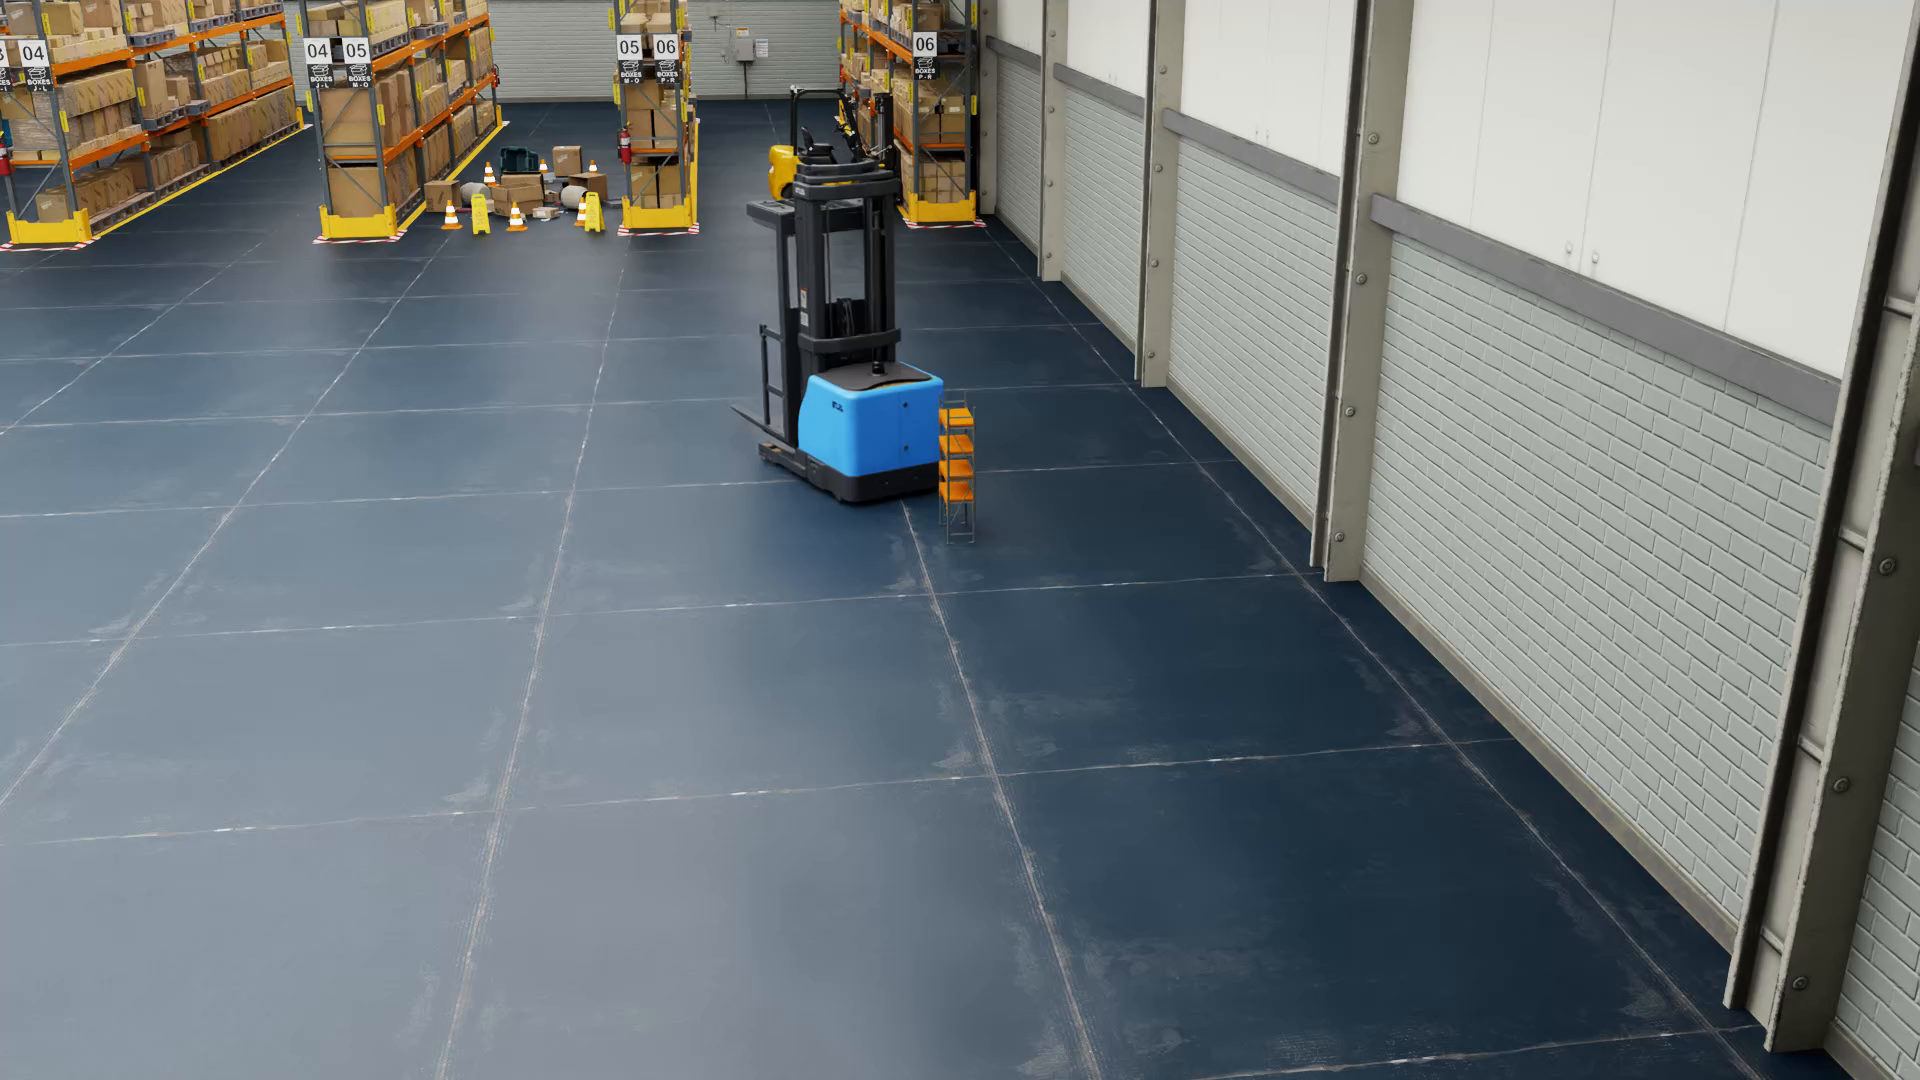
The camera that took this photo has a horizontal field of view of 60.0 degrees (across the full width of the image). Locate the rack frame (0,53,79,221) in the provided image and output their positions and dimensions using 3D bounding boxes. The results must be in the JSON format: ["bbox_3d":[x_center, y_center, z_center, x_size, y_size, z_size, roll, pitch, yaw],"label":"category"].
[{"bbox_3d":[-15.033,-6.339,26.974,1.000,3.000,0.127,-3,21,-8],"label":"rack frame"}]

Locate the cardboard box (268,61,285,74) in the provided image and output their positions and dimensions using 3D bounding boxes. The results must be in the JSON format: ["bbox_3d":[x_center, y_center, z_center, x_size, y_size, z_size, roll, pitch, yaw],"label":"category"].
[{"bbox_3d":[-16.935,-11.617,40.897,0.500,0.250,0.500,-3,21,-9],"label":"cardboard box"}]

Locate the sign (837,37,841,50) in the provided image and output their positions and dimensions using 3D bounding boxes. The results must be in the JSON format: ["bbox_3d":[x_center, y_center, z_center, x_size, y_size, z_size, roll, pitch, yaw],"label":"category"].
[{"bbox_3d":[-3.159,-13.008,43.594,0.100,0.325,0.005,-3,21,-8],"label":"sign"}]

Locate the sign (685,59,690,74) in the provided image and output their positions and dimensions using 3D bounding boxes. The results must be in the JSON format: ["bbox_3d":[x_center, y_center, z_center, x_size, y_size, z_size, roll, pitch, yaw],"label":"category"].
[{"bbox_3d":[-5.844,-10.144,35.622,0.100,0.325,0.005,-3,21,-8],"label":"sign"}]

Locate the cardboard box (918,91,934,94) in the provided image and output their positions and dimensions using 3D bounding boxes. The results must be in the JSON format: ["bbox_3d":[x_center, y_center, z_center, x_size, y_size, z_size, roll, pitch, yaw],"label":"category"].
[{"bbox_3d":[-0.669,-7.957,29.811,0.380,0.149,0.250,-3,21,-7],"label":"cardboard box"}]

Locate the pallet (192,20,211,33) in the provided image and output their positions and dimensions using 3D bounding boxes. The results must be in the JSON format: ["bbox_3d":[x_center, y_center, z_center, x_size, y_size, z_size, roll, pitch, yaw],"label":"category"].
[{"bbox_3d":[-16.332,-10.645,34.488,1.213,0.211,1.003,-2,21,-5],"label":"pallet"}]

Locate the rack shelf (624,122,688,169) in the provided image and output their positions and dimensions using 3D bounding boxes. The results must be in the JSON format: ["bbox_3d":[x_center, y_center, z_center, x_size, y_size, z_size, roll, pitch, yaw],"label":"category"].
[{"bbox_3d":[-5.515,-7.194,30.292,1.077,0.370,4.000,-3,21,-8],"label":"rack shelf"}]

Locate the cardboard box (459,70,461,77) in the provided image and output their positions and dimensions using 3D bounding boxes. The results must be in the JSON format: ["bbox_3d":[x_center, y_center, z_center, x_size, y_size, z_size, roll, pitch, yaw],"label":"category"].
[{"bbox_3d":[-11.472,-10.527,37.523,0.380,0.149,0.250,-4,21,-10],"label":"cardboard box"}]

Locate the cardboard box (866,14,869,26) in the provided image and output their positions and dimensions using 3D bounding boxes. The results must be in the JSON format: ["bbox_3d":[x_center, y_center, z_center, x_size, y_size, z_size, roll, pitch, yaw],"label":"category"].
[{"bbox_3d":[-1.783,-11.360,36.347,0.500,0.250,0.500,-4,21,-10],"label":"cardboard box"}]

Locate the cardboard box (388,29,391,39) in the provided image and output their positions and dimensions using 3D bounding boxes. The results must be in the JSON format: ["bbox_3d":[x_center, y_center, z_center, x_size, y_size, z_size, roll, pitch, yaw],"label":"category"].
[{"bbox_3d":[-10.062,-8.745,28.746,0.380,0.149,0.250,-3,21,-7],"label":"cardboard box"}]

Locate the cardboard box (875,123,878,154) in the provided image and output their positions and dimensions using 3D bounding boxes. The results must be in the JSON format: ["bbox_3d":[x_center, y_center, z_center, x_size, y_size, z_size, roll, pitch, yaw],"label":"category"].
[{"bbox_3d":[-1.392,-8.728,36.164,0.875,0.625,0.625,-2,21,-6],"label":"cardboard box"}]

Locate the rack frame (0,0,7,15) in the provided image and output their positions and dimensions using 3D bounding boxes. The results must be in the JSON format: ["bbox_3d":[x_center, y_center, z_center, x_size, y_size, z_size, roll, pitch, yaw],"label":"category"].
[{"bbox_3d":[-21.664,-13.054,36.380,1.000,3.000,0.127,-3,21,-8],"label":"rack frame"}]

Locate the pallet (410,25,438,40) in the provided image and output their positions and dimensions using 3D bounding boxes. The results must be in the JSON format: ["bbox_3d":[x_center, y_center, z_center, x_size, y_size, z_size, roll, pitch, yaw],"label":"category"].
[{"bbox_3d":[-10.954,-10.033,32.849,1.003,0.211,1.213,-2,21,-5],"label":"pallet"}]

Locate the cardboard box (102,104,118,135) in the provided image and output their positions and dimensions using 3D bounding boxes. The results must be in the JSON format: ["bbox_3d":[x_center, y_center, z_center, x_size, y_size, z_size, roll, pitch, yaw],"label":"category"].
[{"bbox_3d":[-15.397,-7.408,29.269,0.875,0.500,0.500,-3,21,-8],"label":"cardboard box"}]

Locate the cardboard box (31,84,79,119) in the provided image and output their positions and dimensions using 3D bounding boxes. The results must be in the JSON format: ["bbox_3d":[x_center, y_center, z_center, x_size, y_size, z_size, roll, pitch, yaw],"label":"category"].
[{"bbox_3d":[-14.843,-7.197,27.277,0.500,0.500,0.500,-3,21,-8],"label":"cardboard box"}]

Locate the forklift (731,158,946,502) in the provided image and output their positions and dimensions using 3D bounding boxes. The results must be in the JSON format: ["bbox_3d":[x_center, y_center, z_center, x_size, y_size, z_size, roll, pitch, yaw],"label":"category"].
[{"bbox_3d":[-1.328,-2.181,15.941,1.130,2.935,3.031,-12,24,-29],"label":"forklift"}]

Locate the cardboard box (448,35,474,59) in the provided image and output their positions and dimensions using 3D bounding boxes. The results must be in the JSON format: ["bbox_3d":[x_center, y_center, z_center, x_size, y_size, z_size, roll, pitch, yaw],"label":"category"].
[{"bbox_3d":[-11.664,-11.532,38.881,0.500,0.500,0.500,-2,21,-6],"label":"cardboard box"}]

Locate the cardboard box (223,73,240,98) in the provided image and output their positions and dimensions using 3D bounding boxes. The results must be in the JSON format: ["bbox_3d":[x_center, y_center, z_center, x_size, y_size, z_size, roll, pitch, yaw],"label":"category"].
[{"bbox_3d":[-16.279,-10.040,36.741,0.500,0.500,0.500,-3,21,-8],"label":"cardboard box"}]

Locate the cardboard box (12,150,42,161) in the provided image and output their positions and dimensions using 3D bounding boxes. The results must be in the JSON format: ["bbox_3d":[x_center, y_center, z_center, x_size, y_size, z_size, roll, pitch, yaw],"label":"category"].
[{"bbox_3d":[-15.279,-6.309,27.255,0.380,0.149,0.250,-3,21,-8],"label":"cardboard box"}]

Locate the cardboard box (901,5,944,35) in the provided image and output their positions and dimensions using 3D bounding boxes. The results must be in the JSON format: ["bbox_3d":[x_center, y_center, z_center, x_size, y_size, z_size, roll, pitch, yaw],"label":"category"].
[{"bbox_3d":[-0.669,-9.286,29.693,0.700,0.500,0.500,-3,21,-7],"label":"cardboard box"}]

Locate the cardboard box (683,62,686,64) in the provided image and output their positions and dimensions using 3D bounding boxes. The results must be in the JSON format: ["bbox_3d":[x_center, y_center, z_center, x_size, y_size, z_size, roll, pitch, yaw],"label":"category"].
[{"bbox_3d":[-6.039,-9.848,35.202,0.500,0.500,0.500,-4,21,-9],"label":"cardboard box"}]

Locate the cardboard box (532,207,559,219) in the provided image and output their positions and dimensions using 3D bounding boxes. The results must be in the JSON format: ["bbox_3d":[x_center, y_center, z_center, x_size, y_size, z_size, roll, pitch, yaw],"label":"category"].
[{"bbox_3d":[-7.414,-5.855,29.753,0.380,0.149,0.250,8,22,20],"label":"cardboard box"}]

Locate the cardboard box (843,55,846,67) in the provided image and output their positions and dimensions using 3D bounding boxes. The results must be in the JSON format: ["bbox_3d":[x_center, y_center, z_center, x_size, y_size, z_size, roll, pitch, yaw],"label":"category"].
[{"bbox_3d":[-2.750,-12.354,42.868,0.500,0.250,0.500,-3,21,-7],"label":"cardboard box"}]

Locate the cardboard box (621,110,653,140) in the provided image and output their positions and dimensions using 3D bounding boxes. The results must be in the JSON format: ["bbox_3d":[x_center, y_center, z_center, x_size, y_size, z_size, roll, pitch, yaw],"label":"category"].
[{"bbox_3d":[-5.578,-7.199,28.709,0.500,0.500,0.500,-3,21,-9],"label":"cardboard box"}]

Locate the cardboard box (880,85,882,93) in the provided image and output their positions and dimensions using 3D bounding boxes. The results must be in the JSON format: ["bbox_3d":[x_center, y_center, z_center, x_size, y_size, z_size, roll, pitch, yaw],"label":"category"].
[{"bbox_3d":[-1.365,-9.151,34.004,0.500,0.250,0.500,-3,21,-7],"label":"cardboard box"}]

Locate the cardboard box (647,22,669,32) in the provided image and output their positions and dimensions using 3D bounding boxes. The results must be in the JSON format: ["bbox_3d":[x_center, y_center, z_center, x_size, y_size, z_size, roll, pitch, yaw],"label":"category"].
[{"bbox_3d":[-5.128,-8.719,28.281,0.380,0.149,0.250,-3,21,-8],"label":"cardboard box"}]

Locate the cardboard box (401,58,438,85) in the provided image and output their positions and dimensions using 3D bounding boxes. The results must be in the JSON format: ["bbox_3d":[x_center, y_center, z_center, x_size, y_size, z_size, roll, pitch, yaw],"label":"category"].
[{"bbox_3d":[-11.209,-9.683,34.357,0.700,0.500,0.500,-3,21,-8],"label":"cardboard box"}]

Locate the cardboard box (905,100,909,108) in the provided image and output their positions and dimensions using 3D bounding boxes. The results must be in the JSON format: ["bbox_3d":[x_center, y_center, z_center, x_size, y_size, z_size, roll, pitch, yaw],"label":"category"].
[{"bbox_3d":[-0.795,-7.903,30.093,0.380,0.149,0.250,-4,21,-10],"label":"cardboard box"}]

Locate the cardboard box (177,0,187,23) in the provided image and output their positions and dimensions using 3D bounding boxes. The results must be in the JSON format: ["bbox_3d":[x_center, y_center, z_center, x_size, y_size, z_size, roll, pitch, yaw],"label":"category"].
[{"bbox_3d":[-15.870,-10.642,33.352,0.500,0.500,0.500,-2,21,-6],"label":"cardboard box"}]

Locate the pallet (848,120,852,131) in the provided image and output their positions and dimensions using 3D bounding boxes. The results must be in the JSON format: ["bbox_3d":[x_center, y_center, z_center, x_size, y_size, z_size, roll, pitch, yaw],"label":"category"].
[{"bbox_3d":[-2.322,-10.600,42.369,1.003,0.211,1.213,-3,21,-8],"label":"pallet"}]

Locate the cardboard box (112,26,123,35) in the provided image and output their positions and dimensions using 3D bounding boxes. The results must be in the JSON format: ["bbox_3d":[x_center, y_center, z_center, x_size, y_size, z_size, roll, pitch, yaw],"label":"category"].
[{"bbox_3d":[-15.277,-9.147,29.852,0.380,0.149,0.250,-2,21,-6],"label":"cardboard box"}]

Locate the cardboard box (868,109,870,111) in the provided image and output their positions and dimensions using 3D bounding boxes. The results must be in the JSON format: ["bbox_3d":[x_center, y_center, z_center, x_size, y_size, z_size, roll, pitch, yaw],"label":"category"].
[{"bbox_3d":[-1.939,-9.896,38.544,0.380,0.149,0.250,-3,21,-8],"label":"cardboard box"}]

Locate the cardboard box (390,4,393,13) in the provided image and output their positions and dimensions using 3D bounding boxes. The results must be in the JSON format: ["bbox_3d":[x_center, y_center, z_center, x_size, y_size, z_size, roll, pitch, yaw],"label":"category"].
[{"bbox_3d":[-10.138,-9.296,29.081,0.380,0.149,0.250,-3,21,-8],"label":"cardboard box"}]

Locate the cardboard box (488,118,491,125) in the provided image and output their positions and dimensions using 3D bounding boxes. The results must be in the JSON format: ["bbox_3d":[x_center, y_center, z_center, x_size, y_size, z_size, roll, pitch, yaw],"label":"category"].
[{"bbox_3d":[-11.897,-10.433,41.412,0.380,0.149,0.250,-4,21,-10],"label":"cardboard box"}]

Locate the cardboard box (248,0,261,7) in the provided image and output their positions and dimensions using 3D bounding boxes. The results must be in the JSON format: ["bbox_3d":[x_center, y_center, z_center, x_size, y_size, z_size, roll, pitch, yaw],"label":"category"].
[{"bbox_3d":[-16.943,-12.831,39.185,0.700,0.500,0.500,-2,21,-5],"label":"cardboard box"}]

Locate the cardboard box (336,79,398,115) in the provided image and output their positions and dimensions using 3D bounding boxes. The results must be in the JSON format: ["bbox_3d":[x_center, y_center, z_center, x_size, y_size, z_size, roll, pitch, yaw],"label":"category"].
[{"bbox_3d":[-10.242,-7.647,28.719,0.875,0.550,0.550,-3,21,-8],"label":"cardboard box"}]

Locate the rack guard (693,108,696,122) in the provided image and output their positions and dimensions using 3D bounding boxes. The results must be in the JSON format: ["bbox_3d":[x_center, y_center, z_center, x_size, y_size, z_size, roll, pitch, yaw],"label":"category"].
[{"bbox_3d":[-7.537,-11.215,43.604,1.175,0.500,0.348,-3,21,-8],"label":"rack guard"}]

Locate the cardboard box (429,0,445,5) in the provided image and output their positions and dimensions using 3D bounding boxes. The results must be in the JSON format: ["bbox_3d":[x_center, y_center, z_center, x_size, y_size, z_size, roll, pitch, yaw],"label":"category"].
[{"bbox_3d":[-11.124,-11.467,35.180,0.396,0.266,0.258,-3,21,-8],"label":"cardboard box"}]

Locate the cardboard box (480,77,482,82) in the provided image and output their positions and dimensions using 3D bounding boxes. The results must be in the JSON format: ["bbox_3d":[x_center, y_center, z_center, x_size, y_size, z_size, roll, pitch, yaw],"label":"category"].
[{"bbox_3d":[-11.795,-11.159,40.240,0.380,0.149,0.250,-2,21,-5],"label":"cardboard box"}]

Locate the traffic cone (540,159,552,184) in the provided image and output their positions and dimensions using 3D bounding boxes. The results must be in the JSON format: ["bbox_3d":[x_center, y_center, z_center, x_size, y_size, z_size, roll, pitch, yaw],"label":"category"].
[{"bbox_3d":[-8.399,-7.444,33.559,0.336,0.463,0.334,-3,21,-8],"label":"traffic cone"}]

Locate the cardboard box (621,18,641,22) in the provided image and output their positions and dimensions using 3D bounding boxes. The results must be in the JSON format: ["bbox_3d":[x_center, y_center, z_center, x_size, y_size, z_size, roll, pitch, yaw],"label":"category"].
[{"bbox_3d":[-5.822,-9.131,29.383,0.380,0.149,0.250,-2,21,-6],"label":"cardboard box"}]

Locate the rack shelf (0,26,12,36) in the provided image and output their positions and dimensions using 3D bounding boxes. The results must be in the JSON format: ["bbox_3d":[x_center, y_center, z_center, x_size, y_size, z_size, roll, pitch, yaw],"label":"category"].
[{"bbox_3d":[-21.376,-10.619,35.177,1.077,0.370,4.000,-3,21,-8],"label":"rack shelf"}]

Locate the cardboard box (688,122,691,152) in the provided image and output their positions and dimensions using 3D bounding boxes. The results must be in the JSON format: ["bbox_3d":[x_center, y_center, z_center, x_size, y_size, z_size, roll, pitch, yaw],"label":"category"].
[{"bbox_3d":[-6.397,-9.053,36.678,0.875,0.875,0.875,-3,21,-8],"label":"cardboard box"}]

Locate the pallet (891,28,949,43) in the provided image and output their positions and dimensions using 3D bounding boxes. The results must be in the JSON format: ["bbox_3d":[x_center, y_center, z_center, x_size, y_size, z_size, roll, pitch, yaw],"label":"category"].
[{"bbox_3d":[-0.743,-9.545,31.398,1.003,0.211,1.213,-3,21,-8],"label":"pallet"}]

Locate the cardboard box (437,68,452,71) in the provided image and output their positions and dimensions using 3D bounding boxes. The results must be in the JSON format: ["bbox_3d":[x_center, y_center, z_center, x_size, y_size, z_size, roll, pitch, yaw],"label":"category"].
[{"bbox_3d":[-11.289,-10.215,36.260,0.380,0.149,0.250,-2,21,-5],"label":"cardboard box"}]

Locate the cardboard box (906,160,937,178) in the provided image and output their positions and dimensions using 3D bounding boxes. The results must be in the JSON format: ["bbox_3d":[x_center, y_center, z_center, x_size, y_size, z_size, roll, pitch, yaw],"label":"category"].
[{"bbox_3d":[-0.690,-6.611,29.604,0.500,0.250,0.500,-2,21,-6],"label":"cardboard box"}]

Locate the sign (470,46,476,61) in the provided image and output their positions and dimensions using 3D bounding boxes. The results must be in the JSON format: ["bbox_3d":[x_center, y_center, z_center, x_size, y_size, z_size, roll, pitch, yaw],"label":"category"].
[{"bbox_3d":[-11.292,-11.280,38.550,0.100,0.325,0.005,-3,21,-8],"label":"sign"}]

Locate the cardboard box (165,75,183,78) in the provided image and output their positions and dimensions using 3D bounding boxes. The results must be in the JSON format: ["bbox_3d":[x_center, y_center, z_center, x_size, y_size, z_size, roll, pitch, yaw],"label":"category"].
[{"bbox_3d":[-16.069,-9.167,33.804,0.500,0.500,0.500,-6,21,-14],"label":"cardboard box"}]

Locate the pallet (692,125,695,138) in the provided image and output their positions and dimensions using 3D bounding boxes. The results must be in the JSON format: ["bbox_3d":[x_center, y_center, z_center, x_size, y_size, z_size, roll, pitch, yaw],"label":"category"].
[{"bbox_3d":[-6.989,-9.954,40.640,1.003,0.211,1.213,-3,21,-8],"label":"pallet"}]

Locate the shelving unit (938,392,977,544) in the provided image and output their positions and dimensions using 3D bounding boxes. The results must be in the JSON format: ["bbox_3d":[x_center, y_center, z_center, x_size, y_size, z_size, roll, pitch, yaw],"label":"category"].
[{"bbox_3d":[-0.024,-0.619,14.234,0.258,1.200,0.503,-3,21,-8],"label":"shelving unit"}]

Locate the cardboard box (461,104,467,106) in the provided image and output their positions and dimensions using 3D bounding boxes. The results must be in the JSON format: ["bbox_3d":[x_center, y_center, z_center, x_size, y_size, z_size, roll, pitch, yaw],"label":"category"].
[{"bbox_3d":[-12.492,-10.770,41.463,0.380,0.149,0.250,-4,21,-10],"label":"cardboard box"}]
